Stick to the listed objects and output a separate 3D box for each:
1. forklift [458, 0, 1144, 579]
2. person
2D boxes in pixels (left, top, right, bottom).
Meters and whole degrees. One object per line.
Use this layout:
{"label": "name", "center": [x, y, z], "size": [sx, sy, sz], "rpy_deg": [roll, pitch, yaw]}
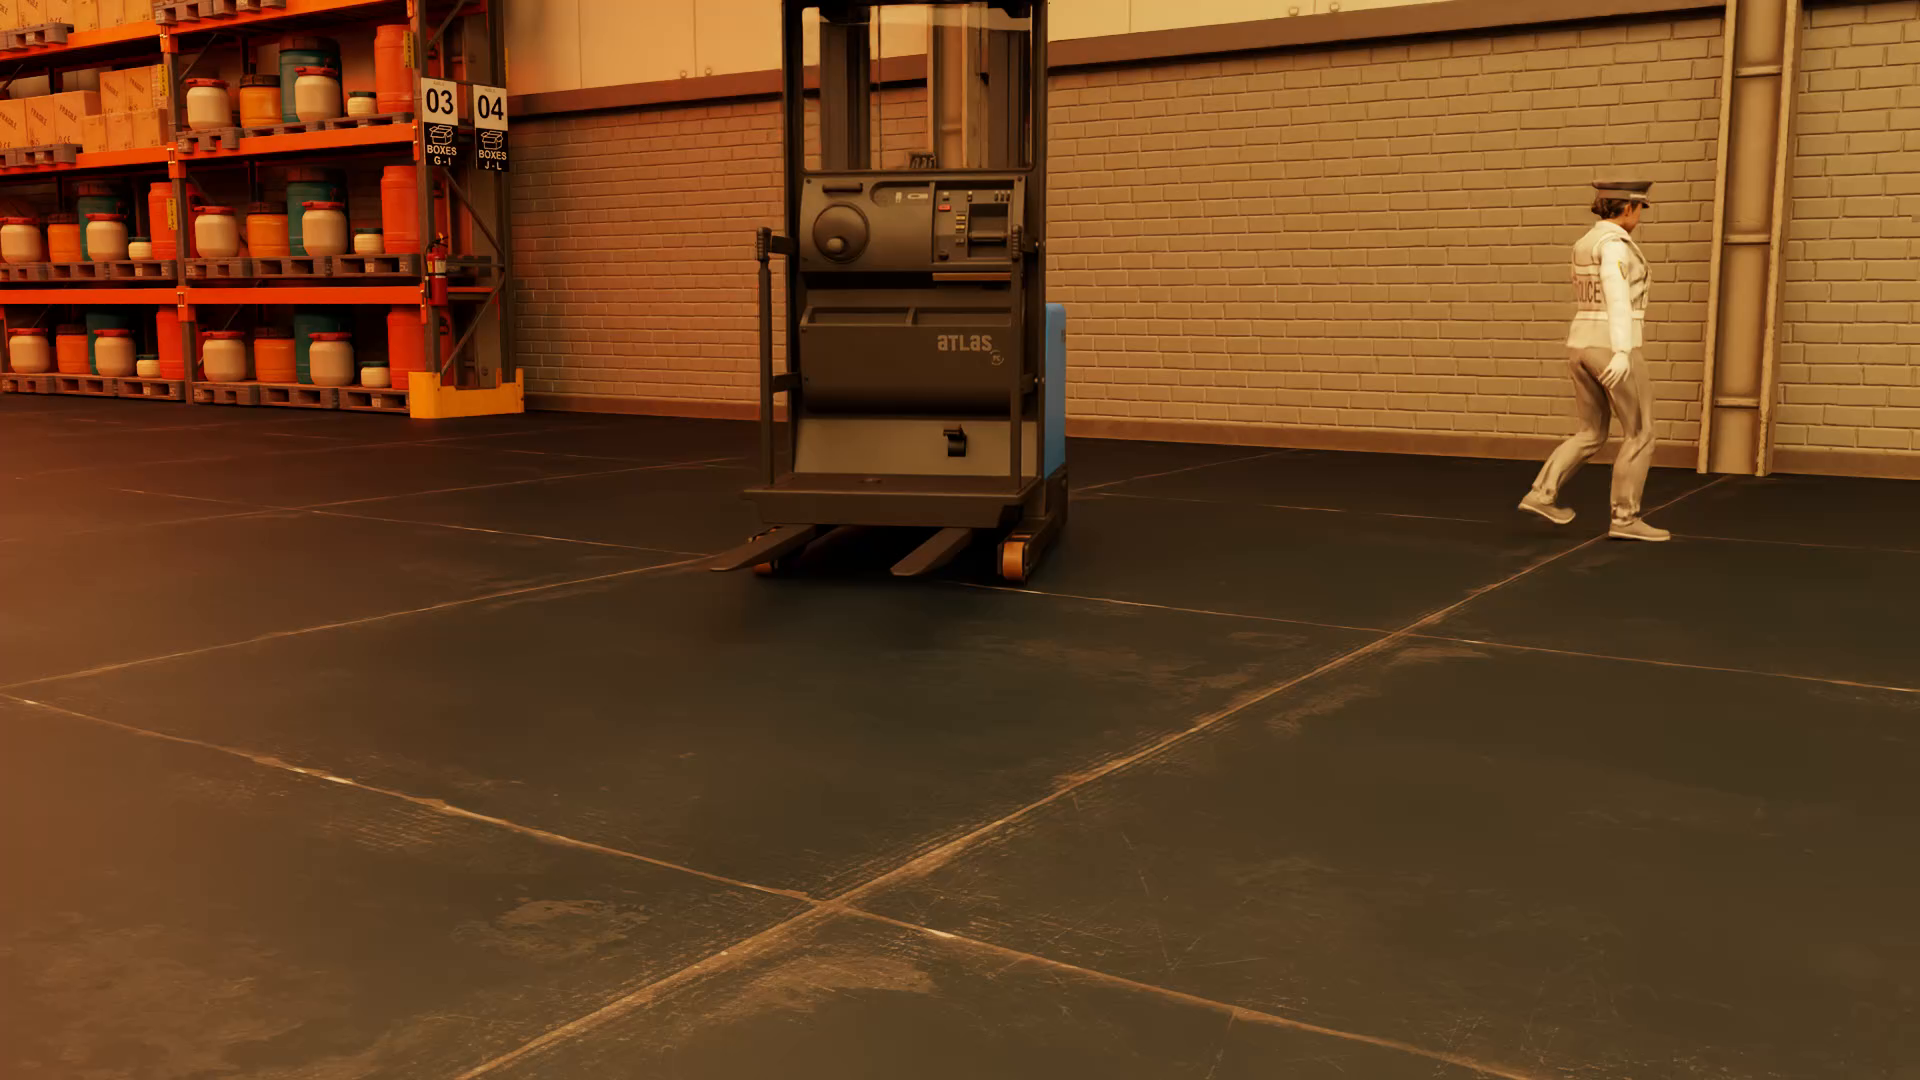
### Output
{"label": "forklift", "center": [-0.570, -1.381, 6.901], "size": [3.031, 2.935, 1.130], "rpy_deg": [-7, 11, -42]}
{"label": "person", "center": [3.258, -0.822, 7.575], "size": [0.427, 1.683, 0.551], "rpy_deg": [0, 8, 0]}
